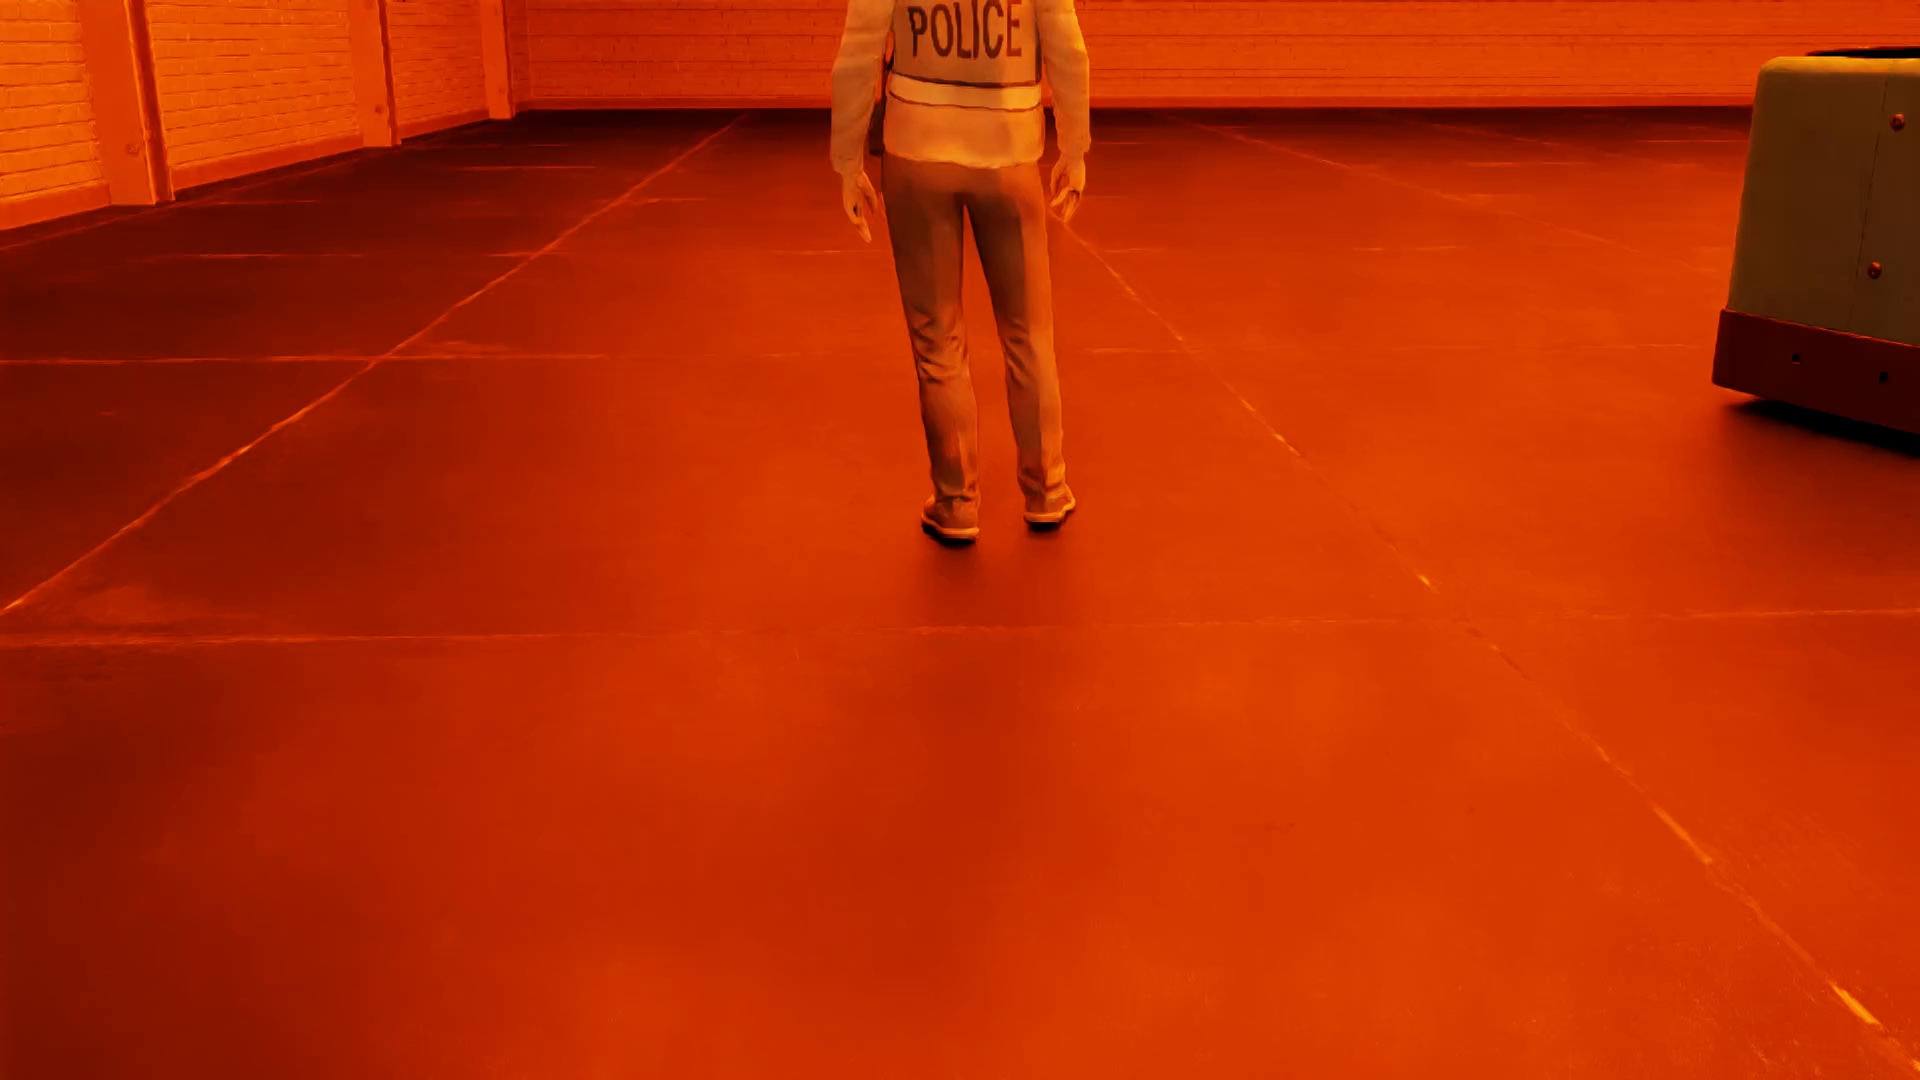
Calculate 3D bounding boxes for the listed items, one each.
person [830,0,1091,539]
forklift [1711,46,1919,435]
[{"bbox_3d":[0.004,-0.837,3.733,0.586,1.695,0.532,-1,17,-3],"label":"person"},{"bbox_3d":[3.967,-1.866,5.006,3.031,2.935,1.130,-7,18,-21],"label":"forklift"}]
